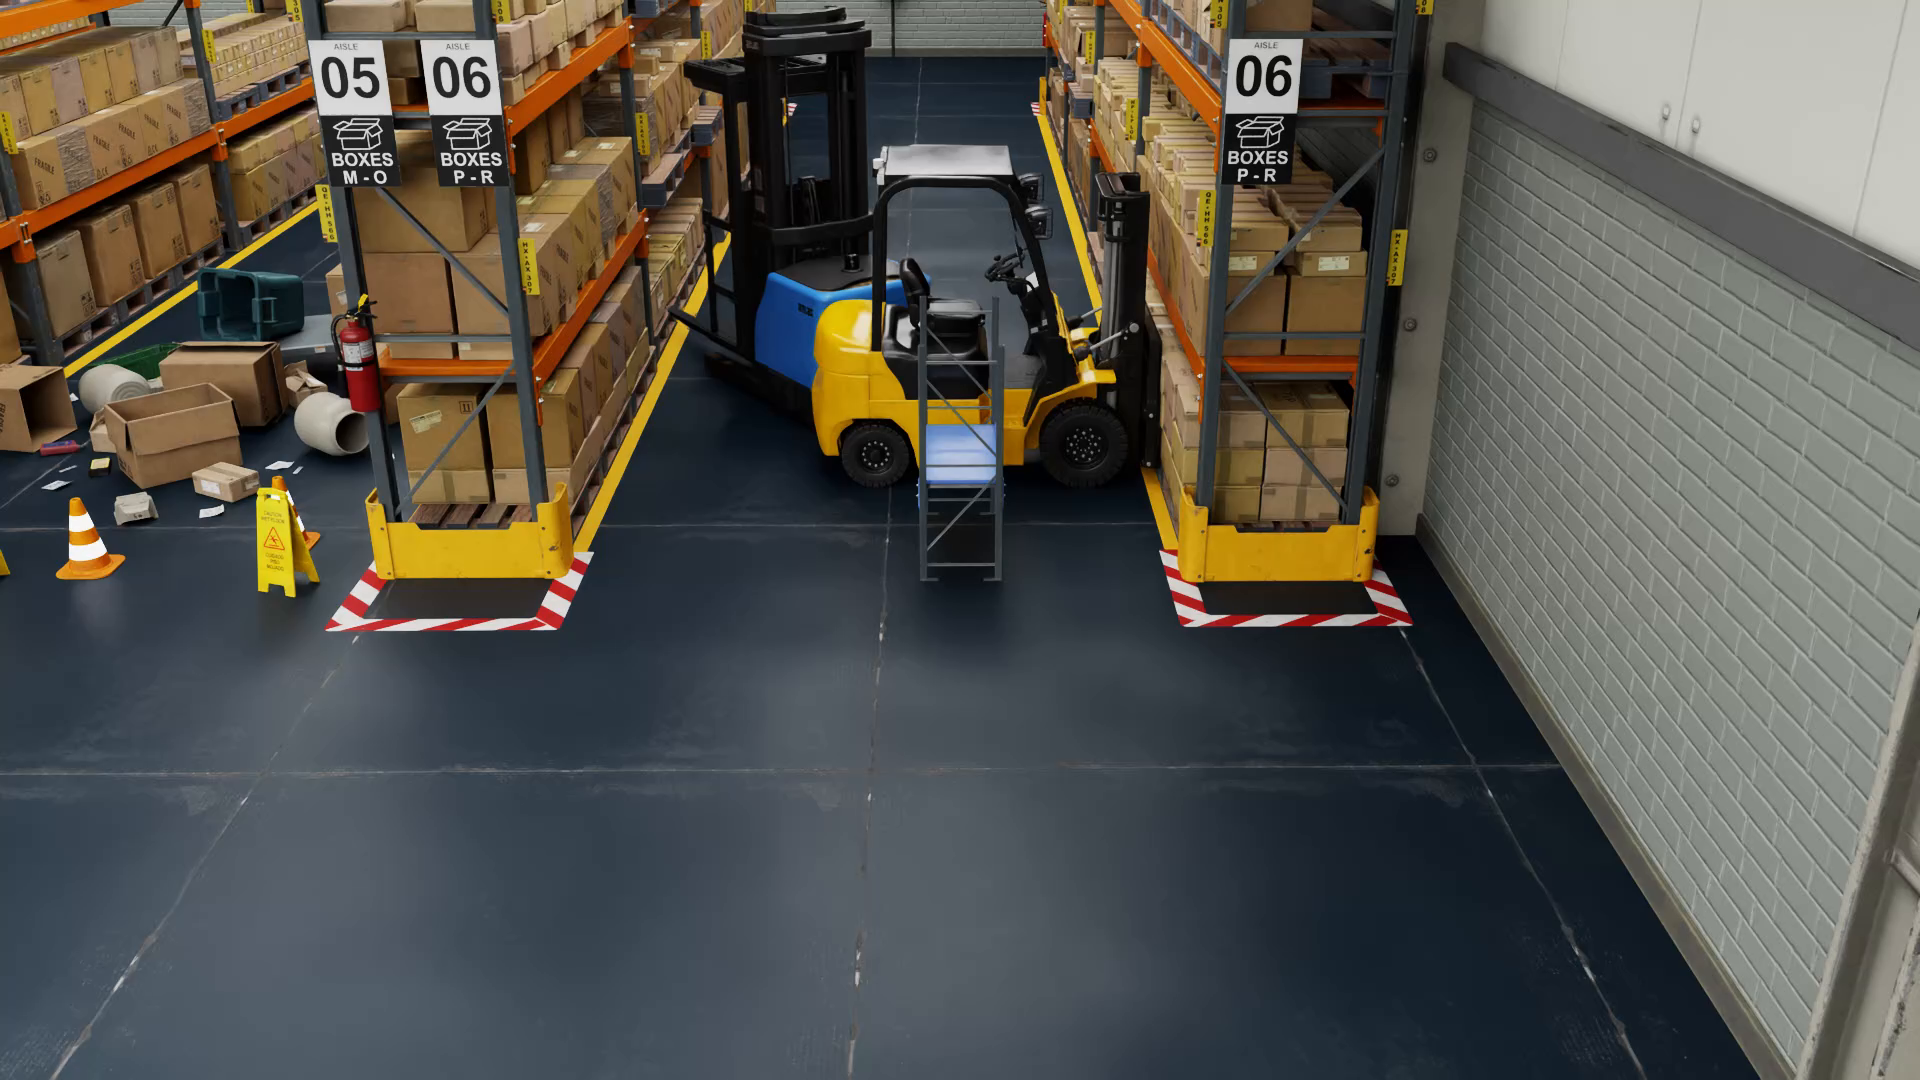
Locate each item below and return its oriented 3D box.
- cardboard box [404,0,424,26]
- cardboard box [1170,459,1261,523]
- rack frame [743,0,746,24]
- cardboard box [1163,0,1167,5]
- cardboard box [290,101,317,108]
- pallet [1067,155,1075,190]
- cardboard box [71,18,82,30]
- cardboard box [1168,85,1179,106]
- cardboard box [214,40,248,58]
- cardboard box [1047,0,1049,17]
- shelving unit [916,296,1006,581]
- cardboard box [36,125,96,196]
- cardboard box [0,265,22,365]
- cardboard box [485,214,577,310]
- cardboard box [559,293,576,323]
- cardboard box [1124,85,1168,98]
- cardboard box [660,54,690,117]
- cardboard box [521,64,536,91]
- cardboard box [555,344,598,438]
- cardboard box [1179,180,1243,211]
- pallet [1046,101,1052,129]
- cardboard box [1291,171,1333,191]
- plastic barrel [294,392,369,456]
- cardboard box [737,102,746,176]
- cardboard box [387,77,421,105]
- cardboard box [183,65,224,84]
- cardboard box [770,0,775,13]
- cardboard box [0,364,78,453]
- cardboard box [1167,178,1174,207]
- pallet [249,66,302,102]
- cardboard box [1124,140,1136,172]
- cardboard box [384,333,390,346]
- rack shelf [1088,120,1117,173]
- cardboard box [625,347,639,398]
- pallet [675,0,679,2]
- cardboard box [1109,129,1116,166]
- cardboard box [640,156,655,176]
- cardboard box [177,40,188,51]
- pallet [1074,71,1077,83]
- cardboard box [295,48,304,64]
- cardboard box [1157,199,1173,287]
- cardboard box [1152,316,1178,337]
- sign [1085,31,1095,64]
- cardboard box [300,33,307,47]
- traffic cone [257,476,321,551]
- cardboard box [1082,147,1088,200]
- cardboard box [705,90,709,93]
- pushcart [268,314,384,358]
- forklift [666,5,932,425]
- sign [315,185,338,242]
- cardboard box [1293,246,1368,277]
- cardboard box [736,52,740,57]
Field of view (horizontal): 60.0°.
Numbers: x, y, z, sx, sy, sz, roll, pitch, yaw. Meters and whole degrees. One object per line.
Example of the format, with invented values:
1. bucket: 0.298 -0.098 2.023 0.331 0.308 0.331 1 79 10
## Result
1. cardboard box: -3.278 -3.027 9.501 0.380 0.149 0.250 0 24 0
2. cardboard box: 1.628 -0.322 10.648 0.500 0.250 0.500 0 24 0
3. rack frame: -3.145 -6.112 20.624 1.000 3.000 0.127 0 24 -1
4. cardboard box: 1.615 -3.825 11.602 0.380 0.149 0.250 0 24 1
5. cardboard box: -7.833 -5.136 20.080 0.500 0.250 0.500 -1 24 -2
6. pallet: 1.865 -4.530 20.511 1.003 0.211 1.213 0 24 -1
7. cardboard box: -12.761 -7.349 23.663 0.380 0.149 0.250 0 24 0
8. cardboard box: 2.103 -4.063 15.185 0.380 0.149 0.250 0 24 1
9. cardboard box: -7.868 -5.260 17.813 0.380 0.149 0.250 -1 24 -3
10. cardboard box: 1.510 -7.663 23.874 0.500 0.250 0.500 0 24 0
11. shelving unit: 0.001 -0.648 10.363 0.538 1.500 1.048 0 24 -1
12. cardboard box: -7.750 -3.223 14.115 0.500 0.500 0.500 0 24 0
13. cardboard box: -8.070 -1.715 12.971 0.875 0.875 0.875 0 24 0
14. cardboard box: -2.751 -1.758 10.515 0.500 0.500 0.500 0 24 1
15. cardboard box: -2.707 -1.512 10.758 0.380 0.149 0.250 0 24 0
16. cardboard box: 1.695 -4.057 15.173 0.380 0.149 0.250 0 24 -1
17. cardboard box: -2.796 -4.229 15.469 0.500 0.500 0.500 -2 24 -4
18. cardboard box: -2.755 -2.775 9.910 0.380 0.149 0.250 0 24 1
19. cardboard box: -2.758 -1.006 11.252 0.500 0.500 0.500 -1 24 -3
20. cardboard box: 1.628 -2.233 10.778 0.380 0.149 0.250 0 24 1
21. pallet: 1.785 -6.154 24.100 1.003 0.211 1.213 0 24 -1
22. cardboard box: 2.253 -2.343 11.021 0.380 0.149 0.250 -1 24 -2
23. plastic barrel: -4.551 -0.838 12.088 0.512 0.421 0.421 19 30 35
24. cardboard box: -3.041 -4.708 19.588 0.875 0.875 0.875 0 24 1
25. cardboard box: -3.298 -2.565 9.447 0.380 0.149 0.250 0 24 0
26. cardboard box: -7.855 -4.812 17.184 0.380 0.149 0.250 1 24 2
27. cardboard box: -2.919 -7.608 23.811 0.500 0.500 0.500 0 24 0
28. cardboard box: -6.964 -0.979 12.304 0.500 0.500 0.500 4 25 9
29. cardboard box: 1.643 -2.411 11.532 0.380 0.149 0.250 -1 24 -2
30. pallet: -8.113 -5.128 18.681 1.003 0.211 1.213 0 24 -1
31. cardboard box: 1.644 -3.200 13.761 0.500 0.250 0.500 -1 24 -2
32. cardboard box: -3.346 -1.310 10.311 0.380 0.149 0.250 -1 24 -1
33. rack shelf: 1.883 -3.336 15.358 1.077 0.370 4.000 0 24 -1
34. cardboard box: -2.767 -1.292 12.794 0.500 0.250 0.500 -1 24 -2
35. pallet: -2.973 -4.779 14.264 1.213 0.211 1.003 0 24 -1
36. cardboard box: 1.639 -3.602 15.256 0.500 0.250 0.500 1 24 1
37. cardboard box: -2.748 -3.122 13.807 0.380 0.149 0.250 0 24 0
38. cardboard box: -8.524 -5.269 17.833 0.380 0.149 0.250 0 24 1
39. pallet: 1.836 -5.201 18.844 1.003 0.211 1.213 0 24 -1
40. cardboard box: -7.885 -5.649 19.396 0.380 0.149 0.250 -1 24 -3
41. cardboard box: 1.662 -2.070 11.566 0.500 0.500 0.500 0 24 0
42. cardboard box: 1.607 -1.401 11.820 0.500 0.250 0.500 -1 24 -2
43. sign: 1.319 -4.973 16.796 0.100 0.325 0.005 0 24 -1
44. cardboard box: -7.889 -5.887 19.560 0.380 0.149 0.250 1 24 2
45. traffic cone: -4.309 -0.183 10.592 0.336 0.463 0.334 0 24 -1
46. cardboard box: 1.639 -4.135 18.777 0.500 0.500 0.500 1 24 2
47. cardboard box: -2.860 -4.833 17.371 0.500 0.250 0.500 0 24 -1
48. pushcart: -5.338 -1.590 13.807 1.648 0.377 0.936 -9 26 -19
49. forklift: -1.459 -2.748 13.268 1.130 2.935 3.031 -16 29 -32
50. sign: -3.570 -1.845 9.400 0.100 0.325 0.005 0 24 -1
51. cardboard box: 2.204 -1.673 9.901 0.380 0.149 0.250 -1 24 -2
52. cardboard box: -2.884 -5.650 19.784 0.500 0.250 0.500 -1 24 -1
